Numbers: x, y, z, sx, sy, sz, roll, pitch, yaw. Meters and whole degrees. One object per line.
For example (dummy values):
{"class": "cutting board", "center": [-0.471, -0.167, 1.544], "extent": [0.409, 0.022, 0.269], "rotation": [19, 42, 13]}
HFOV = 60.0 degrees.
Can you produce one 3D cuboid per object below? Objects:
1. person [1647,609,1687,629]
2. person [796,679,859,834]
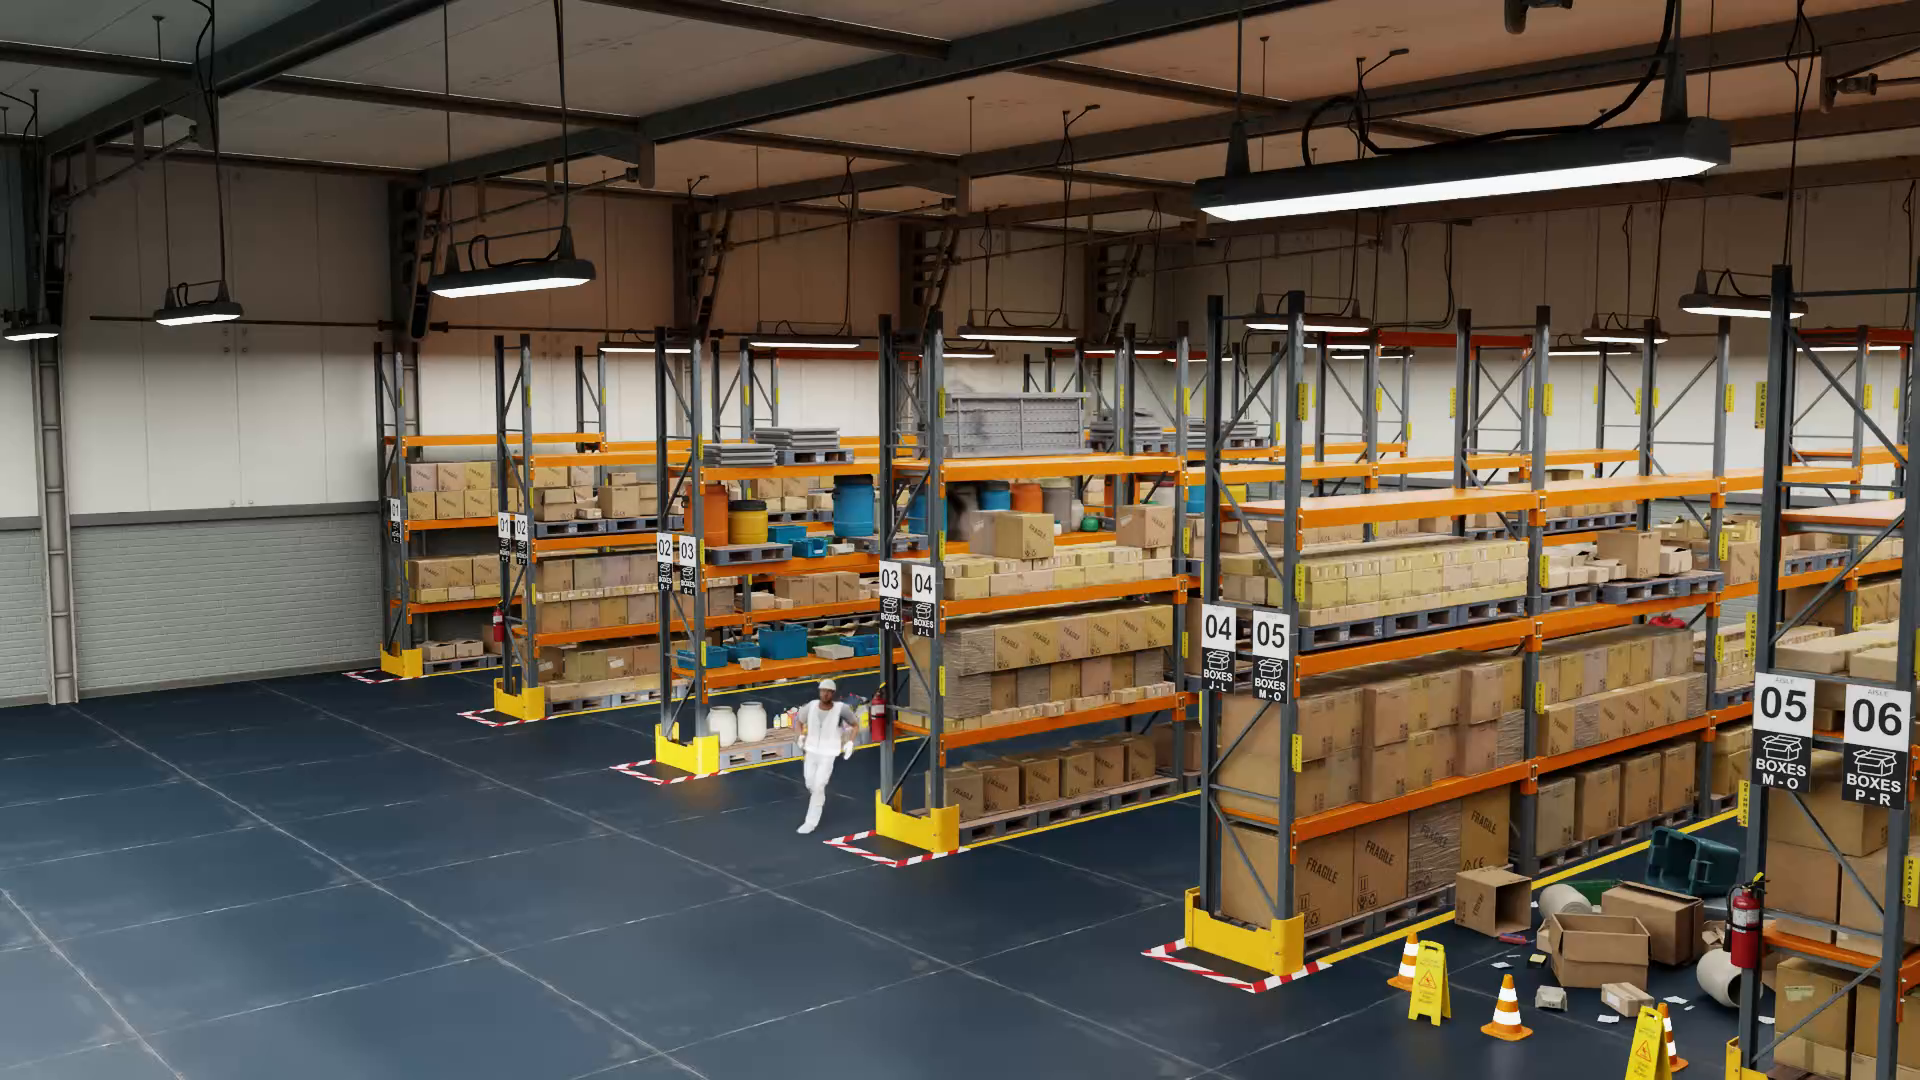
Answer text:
{"class": "person", "center": [11.329, 1.873, 26.745], "extent": [0.654, 1.752, 0.907], "rotation": [4, 7, 40]}
{"class": "person", "center": [-1.587, 2.500, 19.528], "extent": [0.753, 1.754, 0.980], "rotation": [1, 5, 11]}
